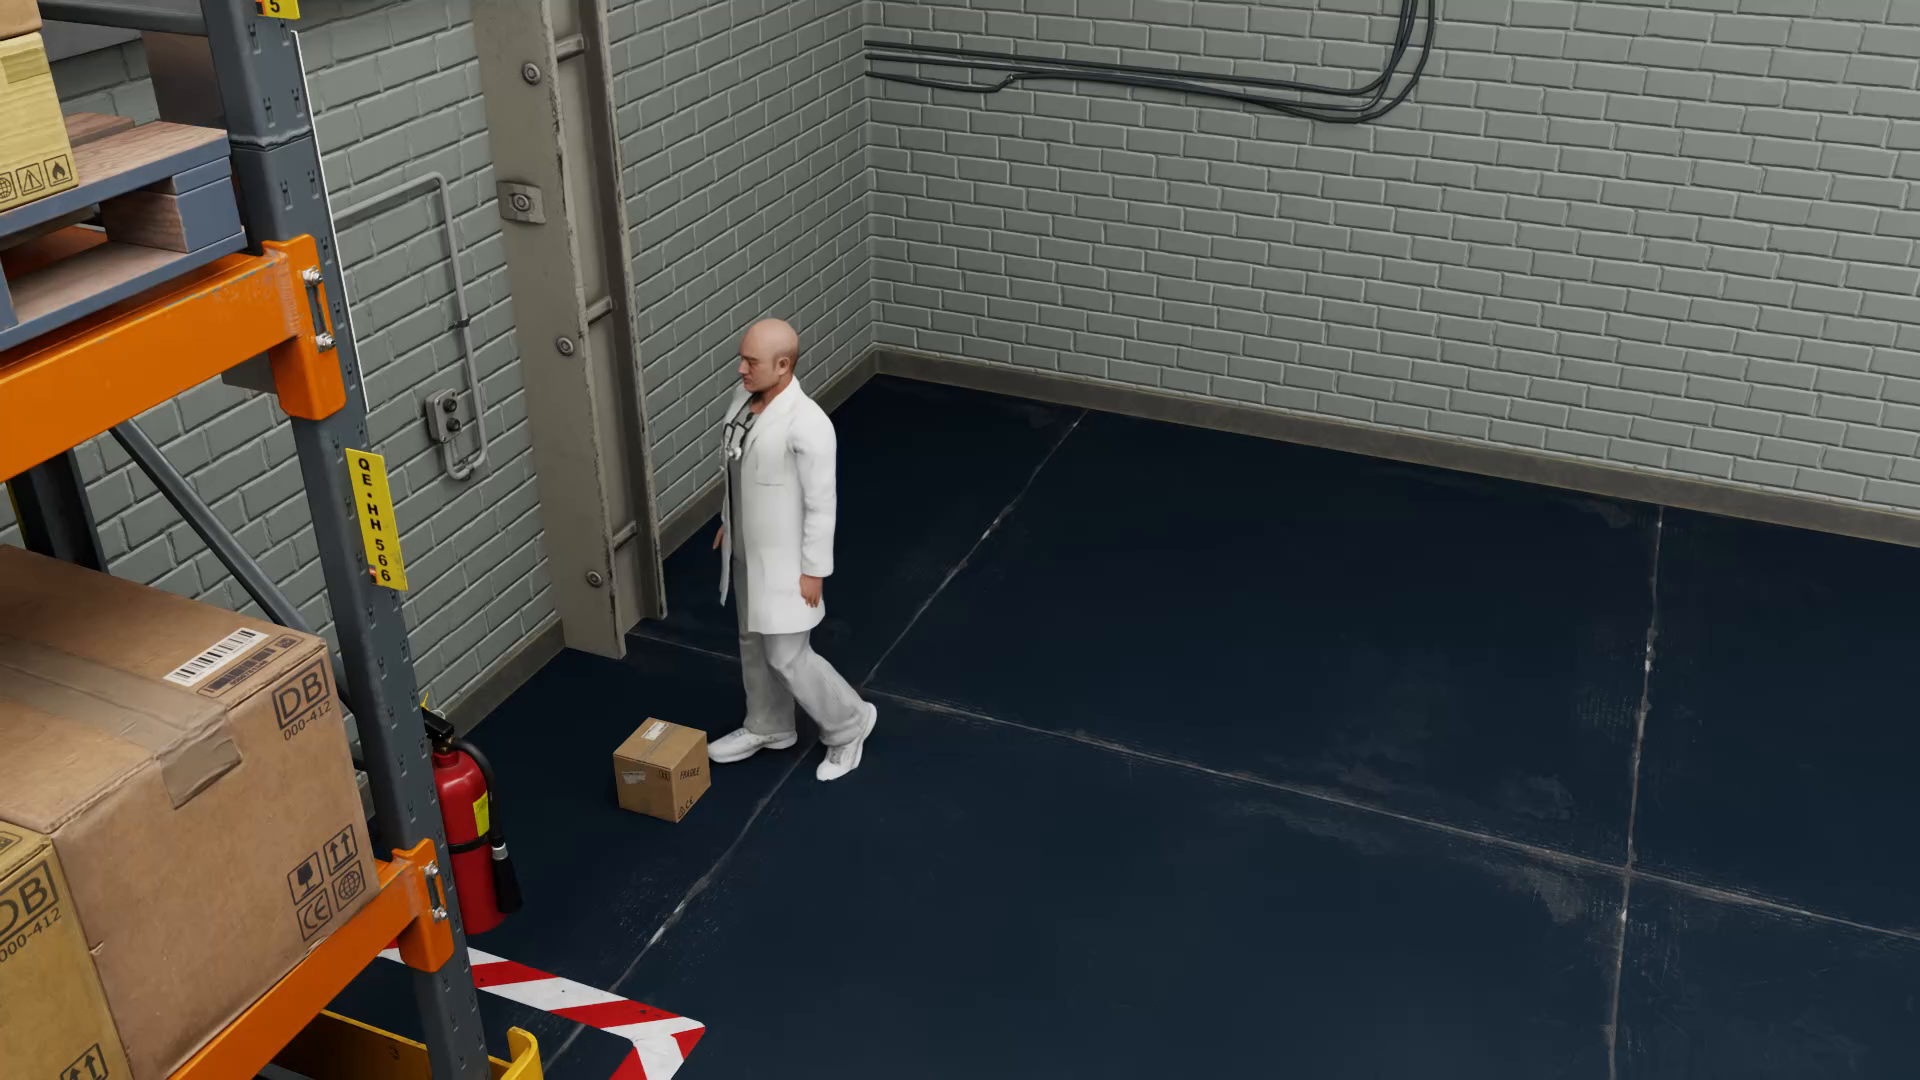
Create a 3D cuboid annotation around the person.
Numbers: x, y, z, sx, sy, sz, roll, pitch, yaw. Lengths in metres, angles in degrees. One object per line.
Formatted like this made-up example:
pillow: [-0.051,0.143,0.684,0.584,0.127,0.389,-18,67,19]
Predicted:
person: [-0.700,0.043,6.067,0.578,1.796,0.610,-19,34,-30]
